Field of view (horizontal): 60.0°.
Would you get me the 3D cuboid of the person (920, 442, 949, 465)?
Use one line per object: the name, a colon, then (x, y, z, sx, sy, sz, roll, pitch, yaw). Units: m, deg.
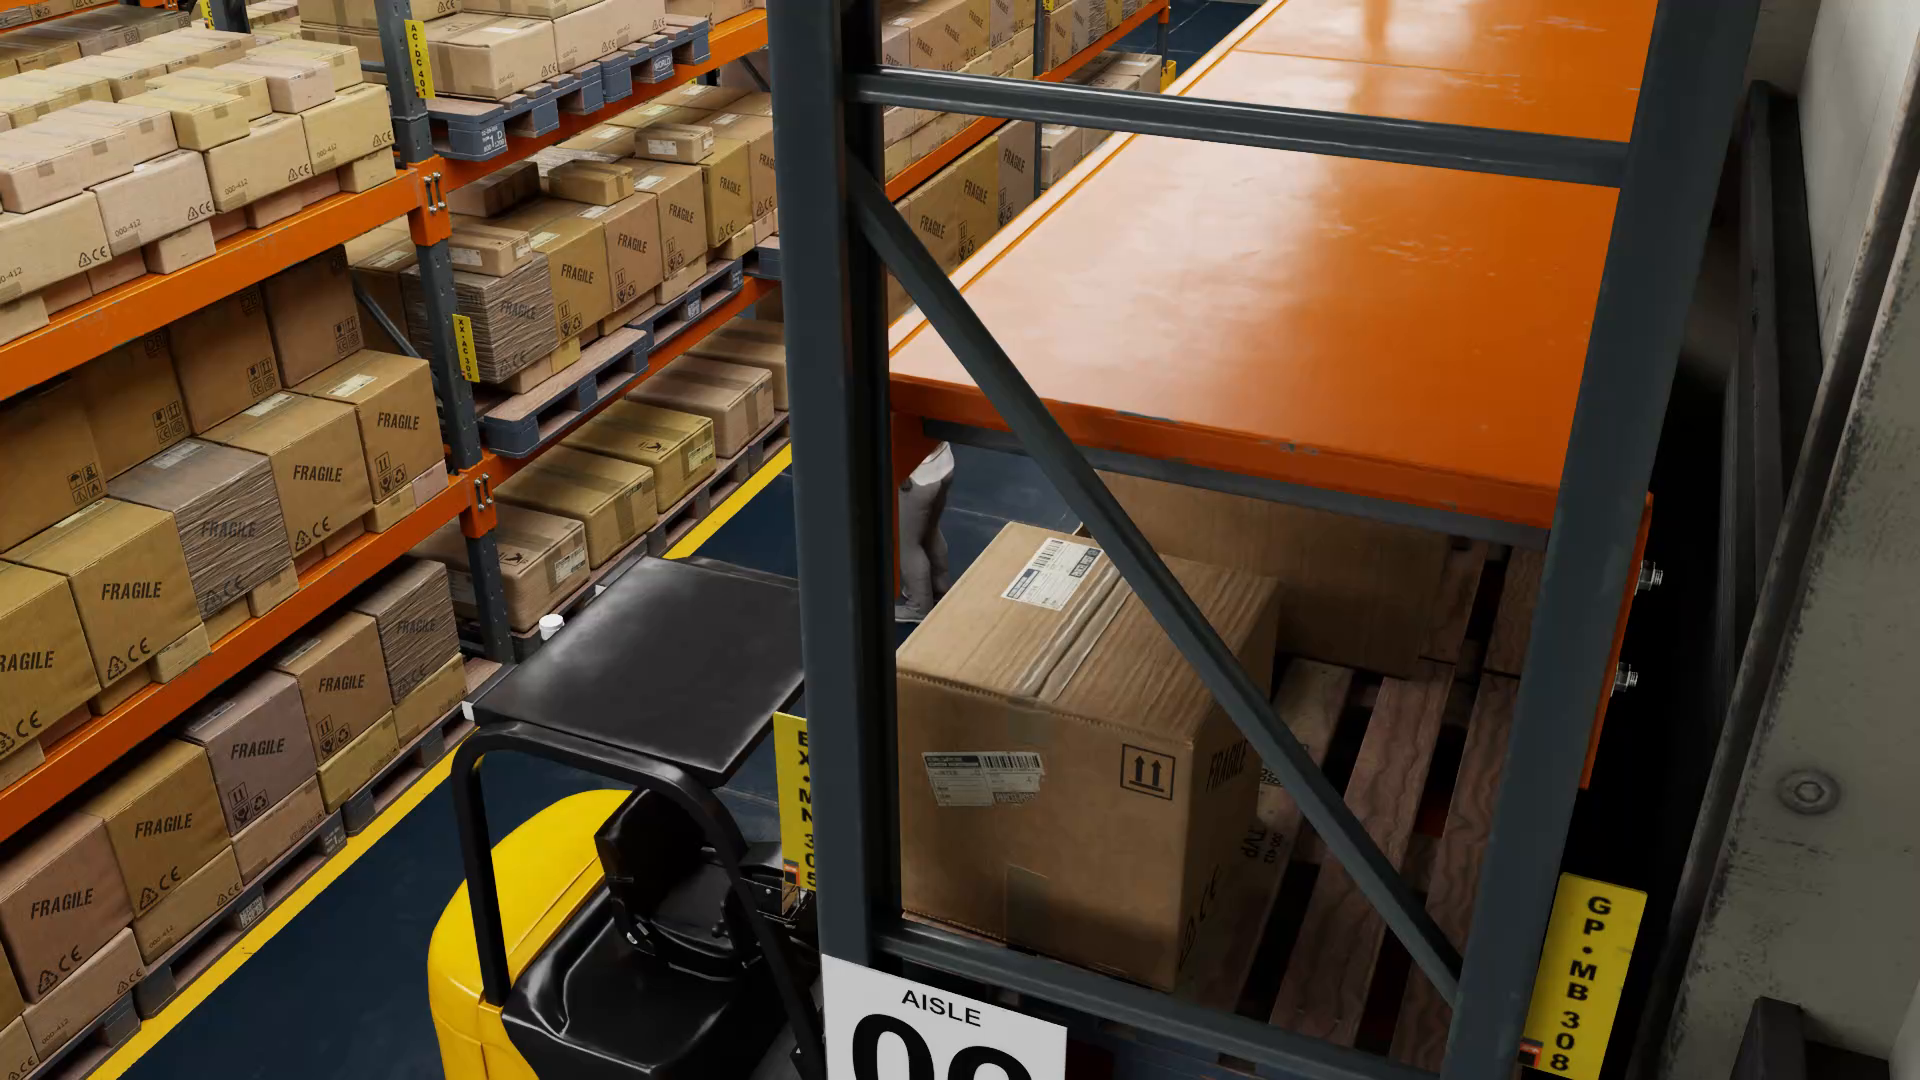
person: (-0.279, -0.722, 8.770, 0.532, 0.826, 0.444, 12, 32, 20)
